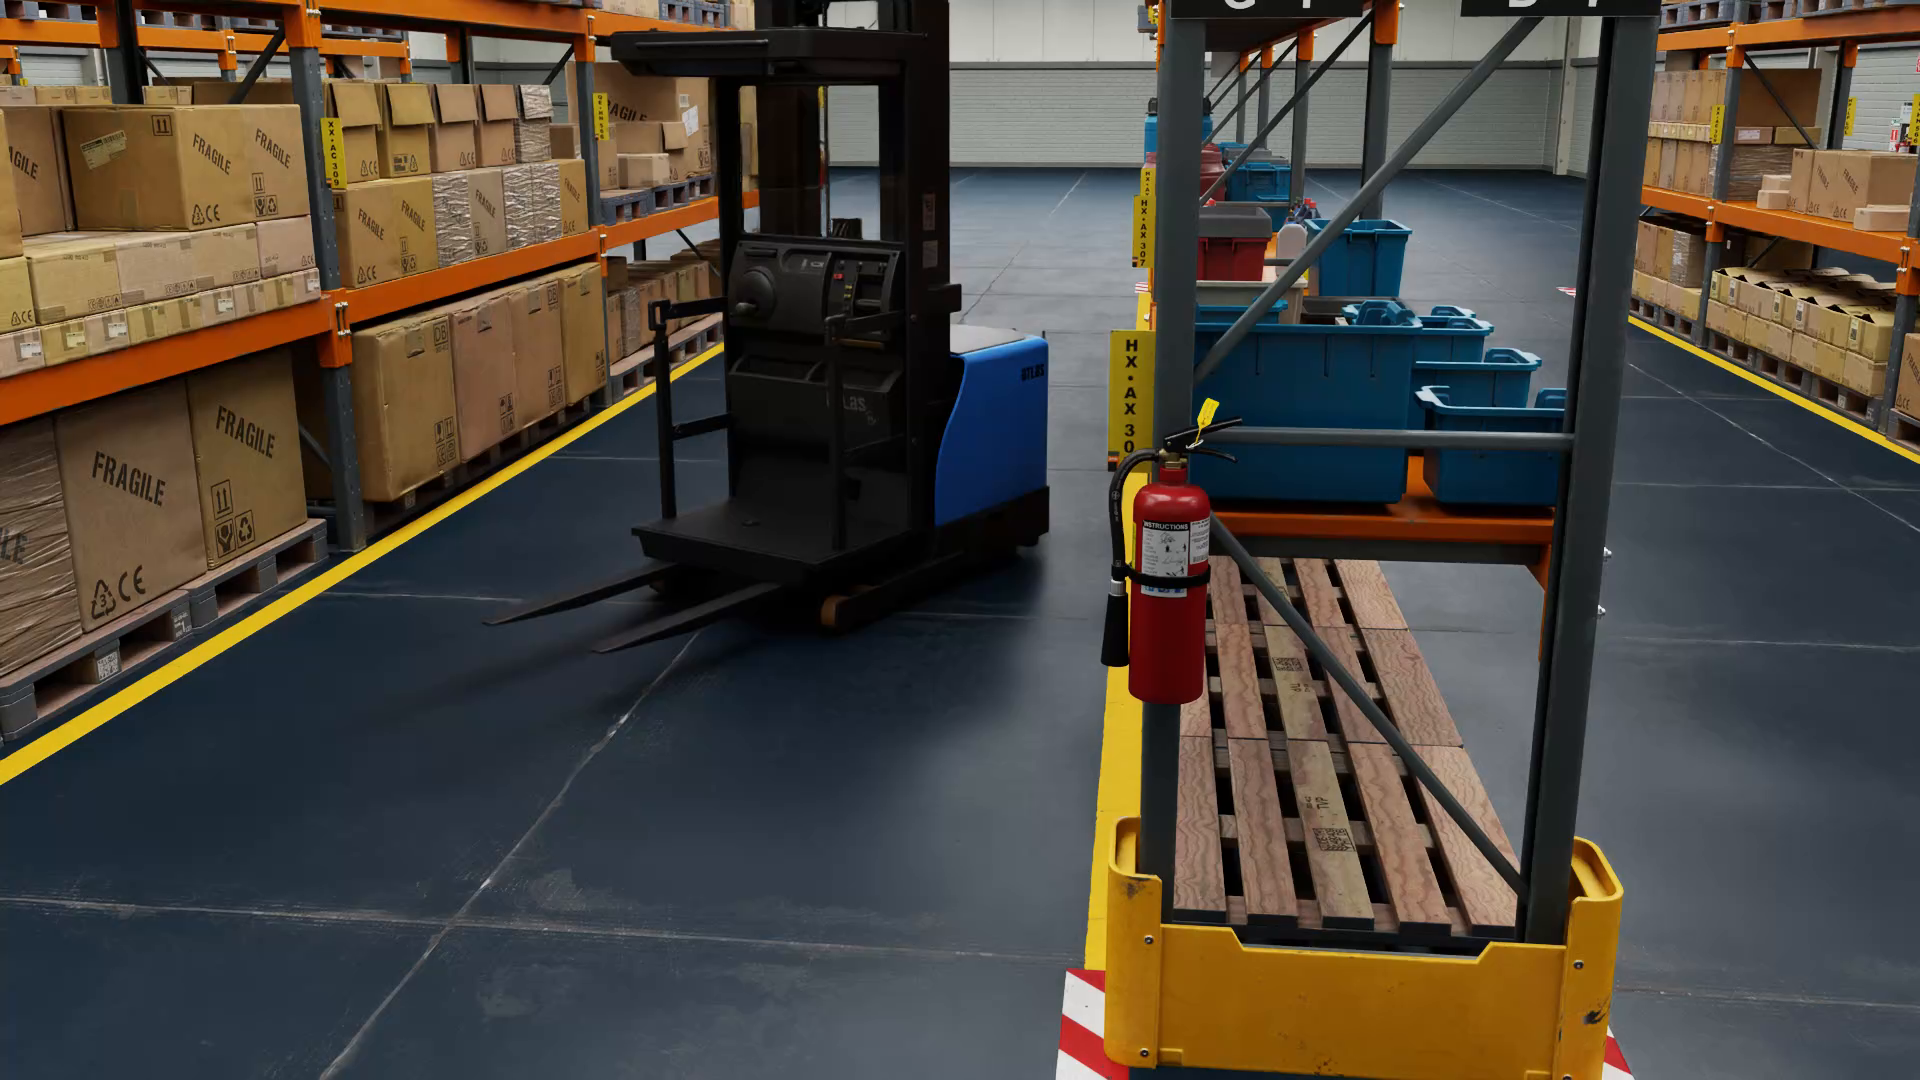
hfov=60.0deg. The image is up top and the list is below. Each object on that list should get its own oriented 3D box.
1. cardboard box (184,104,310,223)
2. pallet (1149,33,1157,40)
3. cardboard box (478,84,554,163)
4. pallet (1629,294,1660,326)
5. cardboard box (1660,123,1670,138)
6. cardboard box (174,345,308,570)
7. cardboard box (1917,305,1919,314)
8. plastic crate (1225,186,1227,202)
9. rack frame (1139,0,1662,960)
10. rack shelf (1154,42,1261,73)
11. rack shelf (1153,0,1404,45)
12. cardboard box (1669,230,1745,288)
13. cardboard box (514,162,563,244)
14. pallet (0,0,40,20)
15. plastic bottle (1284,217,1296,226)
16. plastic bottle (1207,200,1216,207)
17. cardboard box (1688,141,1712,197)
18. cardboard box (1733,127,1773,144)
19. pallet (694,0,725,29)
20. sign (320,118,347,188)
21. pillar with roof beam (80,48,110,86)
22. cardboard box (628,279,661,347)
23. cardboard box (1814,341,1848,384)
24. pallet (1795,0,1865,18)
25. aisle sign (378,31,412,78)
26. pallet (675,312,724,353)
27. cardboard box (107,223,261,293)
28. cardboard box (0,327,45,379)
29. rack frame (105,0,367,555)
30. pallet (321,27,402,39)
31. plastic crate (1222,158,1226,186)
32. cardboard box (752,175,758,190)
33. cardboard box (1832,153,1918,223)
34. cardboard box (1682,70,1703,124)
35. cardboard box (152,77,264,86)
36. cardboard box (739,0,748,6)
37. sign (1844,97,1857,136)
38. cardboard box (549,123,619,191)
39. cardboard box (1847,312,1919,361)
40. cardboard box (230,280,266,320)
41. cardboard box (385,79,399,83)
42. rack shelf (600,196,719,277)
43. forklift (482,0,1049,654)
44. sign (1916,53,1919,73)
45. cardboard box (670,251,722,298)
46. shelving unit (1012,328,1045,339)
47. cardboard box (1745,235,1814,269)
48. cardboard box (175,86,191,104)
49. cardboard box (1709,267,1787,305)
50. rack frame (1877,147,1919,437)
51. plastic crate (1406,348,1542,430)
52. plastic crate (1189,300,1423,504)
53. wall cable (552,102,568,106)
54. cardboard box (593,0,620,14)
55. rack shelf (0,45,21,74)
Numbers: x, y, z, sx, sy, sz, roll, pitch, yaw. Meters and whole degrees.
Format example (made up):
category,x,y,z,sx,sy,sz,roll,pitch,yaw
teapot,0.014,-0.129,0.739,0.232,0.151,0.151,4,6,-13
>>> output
category,x,y,z,sx,sy,sz,roll,pitch,yaw
cardboard box,-3.321,-1.710,7.519,0.500,0.500,0.500,2,15,8
pallet,2.550,-5.515,17.927,1.003,0.211,1.213,2,15,6
cardboard box,-3.182,-2.784,11.099,0.797,0.503,0.637,2,15,8
pallet,7.477,-2.362,16.992,1.003,0.211,1.213,2,15,6
cardboard box,7.229,-4.090,16.608,0.380,0.149,0.250,2,15,7
cardboard box,-3.689,-0.412,7.704,0.875,0.875,0.875,2,15,6
cardboard box,7.161,-1.558,12.066,0.500,0.311,0.500,1,15,5
plastic crate,2.373,-2.770,13.566,0.450,0.188,0.662,2,15,6
rack frame,0.935,-0.220,3.730,1.000,3.000,0.127,2,15,6
rack shelf,2.515,-4.952,16.860,1.077,0.370,4.000,2,15,6
rack shelf,1.161,-1.840,5.350,1.077,0.370,4.000,2,15,6
cardboard box,7.113,-2.679,15.850,0.500,0.500,0.500,2,15,6
cardboard box,-2.955,-2.225,10.952,0.500,0.500,0.500,2,15,6
pallet,-7.981,-4.139,12.836,1.213,0.211,1.003,2,15,9
plastic bottle,1.867,-1.689,9.407,0.097,0.271,0.097,0,15,0
plastic bottle,1.456,-1.798,9.659,0.144,0.351,0.185,2,15,6
cardboard box,7.307,-3.486,15.616,0.700,0.500,0.500,2,15,6
cardboard box,7.028,-3.624,14.883,0.380,0.149,0.250,2,15,6
pallet,-2.808,-4.679,14.832,1.213,0.211,1.003,2,15,6
sign,-2.983,-1.844,7.924,0.100,0.325,0.005,2,15,6
pillar with roof beam,-12.303,-10.680,30.921,9.100,9.000,0.400,2,15,6
cardboard box,-2.921,-1.912,13.934,0.700,0.500,0.500,3,15,11
cardboard box,6.631,-1.301,12.190,0.500,0.250,0.500,2,15,6
pallet,6.870,-3.974,12.227,1.003,0.211,1.213,2,15,9
aisle sign,-6.792,-5.953,19.949,0.394,0.787,0.004,2,15,6
pallet,-2.719,-1.930,15.396,1.003,0.211,1.213,2,15,6
cardboard box,-3.380,-1.218,7.138,0.500,0.250,0.500,2,15,8
cardboard box,-3.476,-0.661,5.840,0.380,0.149,0.250,2,15,6
rack frame,-3.535,-1.403,8.106,1.000,3.000,0.127,2,15,6
pallet,-7.171,-5.901,19.160,1.003,0.211,1.213,2,15,6
plastic crate,2.474,-3.435,15.736,0.767,0.338,0.504,2,15,6
cardboard box,-2.249,-3.599,16.708,0.380,0.149,0.250,2,15,6
cardboard box,6.932,-2.632,12.458,0.500,0.500,0.500,1,15,3
cardboard box,7.367,-4.236,15.906,0.700,0.500,0.500,2,15,6
cardboard box,-7.473,-4.339,16.606,0.875,0.550,0.550,2,15,6
cardboard box,-2.275,-5.263,16.155,0.380,0.149,0.250,2,15,7
sign,7.751,-3.693,14.506,0.100,0.325,0.005,2,15,6
cardboard box,-3.099,-2.981,12.943,0.700,0.500,0.500,4,16,15
cardboard box,6.573,-1.437,11.620,0.500,0.311,0.500,2,15,8
cardboard box,-3.302,-1.060,7.317,0.380,0.149,0.250,1,15,5
cardboard box,-7.178,-5.187,19.741,0.875,0.550,0.550,2,15,6
rack shelf,-2.858,-2.612,13.955,1.077,0.370,4.000,2,15,6
forklift,-0.781,-1.154,7.313,1.130,2.935,3.031,10,18,33
sign,14.458,-7.185,25.047,0.001,0.298,0.199,2,15,6
cardboard box,-2.547,-2.577,16.430,0.500,0.500,0.500,1,15,5
shelving unit,0.293,-0.575,8.778,0.215,1.050,0.252,10,18,33
cardboard box,7.574,-2.534,15.314,0.500,0.500,0.500,2,15,6
cardboard box,-7.599,-4.053,15.796,0.700,0.500,0.500,1,15,5
cardboard box,6.916,-2.232,14.558,0.500,0.311,0.500,2,15,6
rack frame,6.759,-2.148,10.860,1.000,3.000,0.127,2,15,6
plastic crate,1.364,-0.393,4.576,0.416,0.233,0.300,2,15,6
plastic crate,0.787,-0.359,4.059,0.616,0.435,0.499,2,15,6
wall cable,-12.903,-14.702,51.742,3.097,2.526,0.112,2,15,6
cardboard box,-2.778,-3.931,11.994,0.500,0.250,0.500,2,15,7
rack shelf,-12.253,-5.390,18.479,1.077,0.370,4.000,2,15,6
